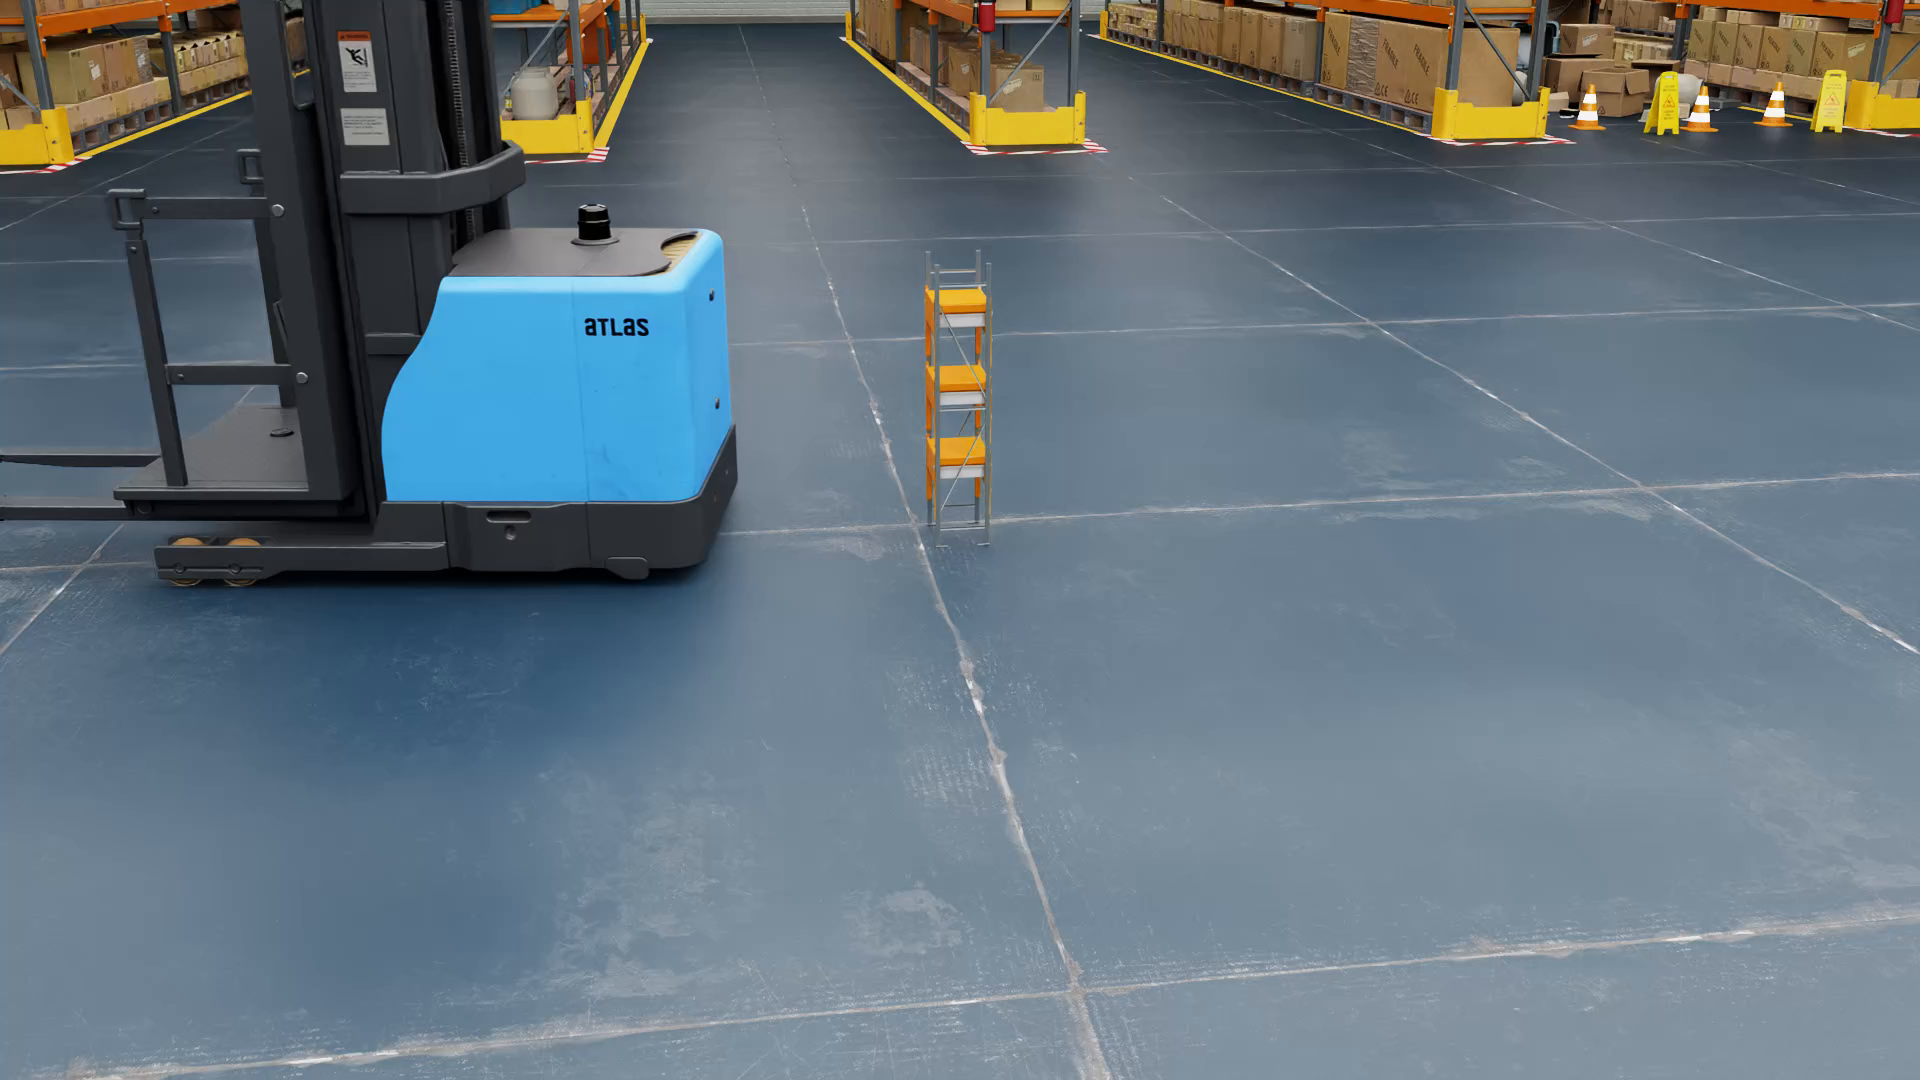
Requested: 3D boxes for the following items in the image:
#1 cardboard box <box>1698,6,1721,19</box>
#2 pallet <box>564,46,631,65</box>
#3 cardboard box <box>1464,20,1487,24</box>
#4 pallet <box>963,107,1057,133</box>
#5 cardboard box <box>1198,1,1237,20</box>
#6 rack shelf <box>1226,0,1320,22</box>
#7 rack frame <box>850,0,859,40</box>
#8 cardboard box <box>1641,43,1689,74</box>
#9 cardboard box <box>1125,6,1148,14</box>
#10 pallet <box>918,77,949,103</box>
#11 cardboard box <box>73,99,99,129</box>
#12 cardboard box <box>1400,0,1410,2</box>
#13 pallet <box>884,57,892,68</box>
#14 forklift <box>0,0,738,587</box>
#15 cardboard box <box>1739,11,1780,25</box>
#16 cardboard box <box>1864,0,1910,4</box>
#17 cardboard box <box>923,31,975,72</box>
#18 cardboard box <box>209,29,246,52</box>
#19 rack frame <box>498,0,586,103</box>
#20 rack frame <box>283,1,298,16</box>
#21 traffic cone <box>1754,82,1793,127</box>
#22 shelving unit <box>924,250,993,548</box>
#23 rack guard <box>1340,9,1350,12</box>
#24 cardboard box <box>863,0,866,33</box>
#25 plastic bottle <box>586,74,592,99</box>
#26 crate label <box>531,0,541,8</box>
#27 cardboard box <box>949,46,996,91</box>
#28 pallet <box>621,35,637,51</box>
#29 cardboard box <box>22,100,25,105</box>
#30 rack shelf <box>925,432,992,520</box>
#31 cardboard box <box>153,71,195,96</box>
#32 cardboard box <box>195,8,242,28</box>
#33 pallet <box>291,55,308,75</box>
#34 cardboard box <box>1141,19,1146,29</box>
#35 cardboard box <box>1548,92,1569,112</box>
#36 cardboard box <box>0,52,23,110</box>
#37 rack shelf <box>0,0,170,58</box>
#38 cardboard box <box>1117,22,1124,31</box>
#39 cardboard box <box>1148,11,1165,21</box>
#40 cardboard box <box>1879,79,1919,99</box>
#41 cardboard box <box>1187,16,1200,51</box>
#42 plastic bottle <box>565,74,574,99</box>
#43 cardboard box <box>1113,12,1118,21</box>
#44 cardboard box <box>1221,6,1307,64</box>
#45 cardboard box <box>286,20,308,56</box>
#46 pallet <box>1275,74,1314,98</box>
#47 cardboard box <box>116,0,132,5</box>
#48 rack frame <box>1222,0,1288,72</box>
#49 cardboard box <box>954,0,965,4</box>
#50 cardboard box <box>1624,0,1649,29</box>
[{"bbox_3d":[13.542,-9.260,29.696,0.500,0.500,0.500,-2,21,-5],"label":"cardboard box"},{"bbox_3d":[-5.854,-7.837,26.897,1.003,0.211,1.213,-3,21,-8],"label":"pallet"},{"bbox_3d":[9.090,-8.840,28.035,0.875,0.875,0.875,-2,21,-6],"label":"cardboard box"},{"bbox_3d":[0.614,-4.510,17.991,1.003,0.211,1.213,-3,21,-8],"label":"pallet"},{"bbox_3d":[4.035,-8.267,25.965,0.500,0.250,0.500,-3,21,-7],"label":"cardboard box"},{"bbox_3d":[4.765,-7.463,22.938,1.077,0.370,4.000,-3,21,-8],"label":"rack shelf"},{"bbox_3d":[-1.599,-11.047,31.507,1.000,3.000,0.127,-3,21,-8],"label":"rack frame"},{"bbox_3d":[9.859,-6.539,22.593,0.950,0.372,0.625,-3,21,-7],"label":"cardboard box"},{"bbox_3d":[3.279,-9.842,30.905,0.380,0.149,0.250,-2,21,-6],"label":"cardboard box"},{"bbox_3d":[0.017,-5.855,21.592,1.003,0.211,1.213,-3,21,-8],"label":"pallet"},{"bbox_3d":[-9.029,-4.287,16.738,0.500,0.250,0.500,-3,21,-8],"label":"cardboard box"},{"bbox_3d":[5.474,-6.308,18.605,0.875,0.550,0.550,-3,21,-8],"label":"cardboard box"},{"bbox_3d":[-0.658,-7.669,26.448,1.003,0.211,1.213,-3,21,-8],"label":"pallet"},{"bbox_3d":[-2.405,-1.395,5.762,3.031,2.935,1.130,0,20,1],"label":"forklift"},{"bbox_3d":[9.831,-6.421,20.451,0.380,0.149,0.250,-2,21,-5],"label":"cardboard box"},{"bbox_3d":[10.248,-6.008,18.374,0.380,0.149,0.250,-2,21,-6],"label":"cardboard box"},{"bbox_3d":[-0.149,-6.694,22.795,0.700,0.500,0.500,-1,21,-3],"label":"cardboard box"},{"bbox_3d":[-9.930,-6.781,22.613,0.500,0.311,0.500,-2,21,-6],"label":"cardboard box"},{"bbox_3d":[-4.194,-5.257,16.006,1.000,3.000,0.127,-3,21,-8],"label":"rack frame"},{"bbox_3d":[-10.826,-9.164,26.464,1.000,3.000,0.127,-3,21,-8],"label":"rack frame"},{"bbox_3d":[9.175,-4.903,18.681,0.336,0.463,0.334,-3,21,-8],"label":"traffic cone"},{"bbox_3d":[-0.008,-0.510,6.082,0.215,1.050,0.252,-3,21,-8],"label":"shelving unit"},{"bbox_3d":[8.204,-10.384,33.304,1.175,0.500,0.348,-3,21,-8],"label":"rack guard"},{"bbox_3d":[-1.297,-9.716,30.379,0.875,0.875,0.875,-3,21,-8],"label":"cardboard box"},{"bbox_3d":[-4.300,-5.247,19.230,0.061,0.283,0.133,-2,21,-4],"label":"plastic bottle"},{"bbox_3d":[-4.727,-5.898,17.669,0.502,0.435,0.616,-3,21,-8],"label":"crate label"},{"bbox_3d":[0.148,-5.777,20.370,0.500,0.500,0.500,-4,21,-9],"label":"cardboard box"},{"bbox_3d":[-6.248,-8.782,29.427,1.003,0.211,1.213,-3,21,-8],"label":"pallet"},{"bbox_3d":[-9.550,-4.261,16.667,0.500,0.250,0.500,-3,21,-8],"label":"cardboard box"},{"bbox_3d":[-0.008,-0.240,6.183,0.215,0.259,0.240,-3,21,-8],"label":"rack shelf"},{"bbox_3d":[-9.486,-5.455,19.863,0.500,0.250,0.500,-3,21,-9],"label":"cardboard box"},{"bbox_3d":[-10.629,-7.496,23.872,0.500,0.250,0.500,-2,21,-6],"label":"cardboard box"},{"bbox_3d":[-10.492,-7.154,25.070,1.003,0.211,1.213,-3,21,-8],"label":"pallet"},{"bbox_3d":[3.433,-9.156,29.492,0.380,0.149,0.250,-4,21,-10],"label":"cardboard box"},{"bbox_3d":[7.123,-5.324,20.092,0.396,0.266,0.258,1,20,2],"label":"cardboard box"},{"bbox_3d":[-9.468,-4.440,16.073,0.500,0.500,0.500,-3,21,-8],"label":"cardboard box"},{"bbox_3d":[-9.385,-5.364,17.320,1.077,0.370,4.000,-3,21,-8],"label":"rack shelf"},{"bbox_3d":[3.172,-9.660,31.266,0.380,0.149,0.250,-3,21,-7],"label":"cardboard box"},{"bbox_3d":[3.515,-9.214,29.222,0.380,0.149,0.250,-3,21,-7],"label":"cardboard box"},{"bbox_3d":[10.671,-5.209,19.205,0.500,0.250,0.500,-3,21,-8],"label":"cardboard box"},{"bbox_3d":[3.960,-8.095,26.575,0.500,0.500,0.500,-4,21,-10],"label":"cardboard box"},{"bbox_3d":[-4.508,-5.282,19.334,0.152,0.276,0.135,-3,21,-8],"label":"plastic bottle"},{"bbox_3d":[3.128,-9.971,31.674,0.380,0.149,0.250,-3,21,-8],"label":"cardboard box"},{"bbox_3d":[4.475,-7.420,24.410,1.050,0.750,0.750,-3,21,-8],"label":"cardboard box"},{"bbox_3d":[-10.337,-7.697,25.482,0.500,0.500,0.500,-3,21,-7],"label":"cardboard box"},{"bbox_3d":[4.867,-6.064,22.152,1.003,0.211,1.213,-3,21,-8],"label":"pallet"},{"bbox_3d":[-9.520,-6.105,18.132,0.700,0.500,0.500,-3,21,-8],"label":"cardboard box"},{"bbox_3d":[4.477,-8.492,24.667,1.000,3.000,0.127,-3,21,-8],"label":"rack frame"},{"bbox_3d":[0.141,-5.992,18.331,0.380,0.149,0.250,-3,21,-8],"label":"cardboard box"},{"bbox_3d":[13.175,-10.122,32.001,0.500,0.500,0.500,-3,21,-7],"label":"cardboard box"}]
